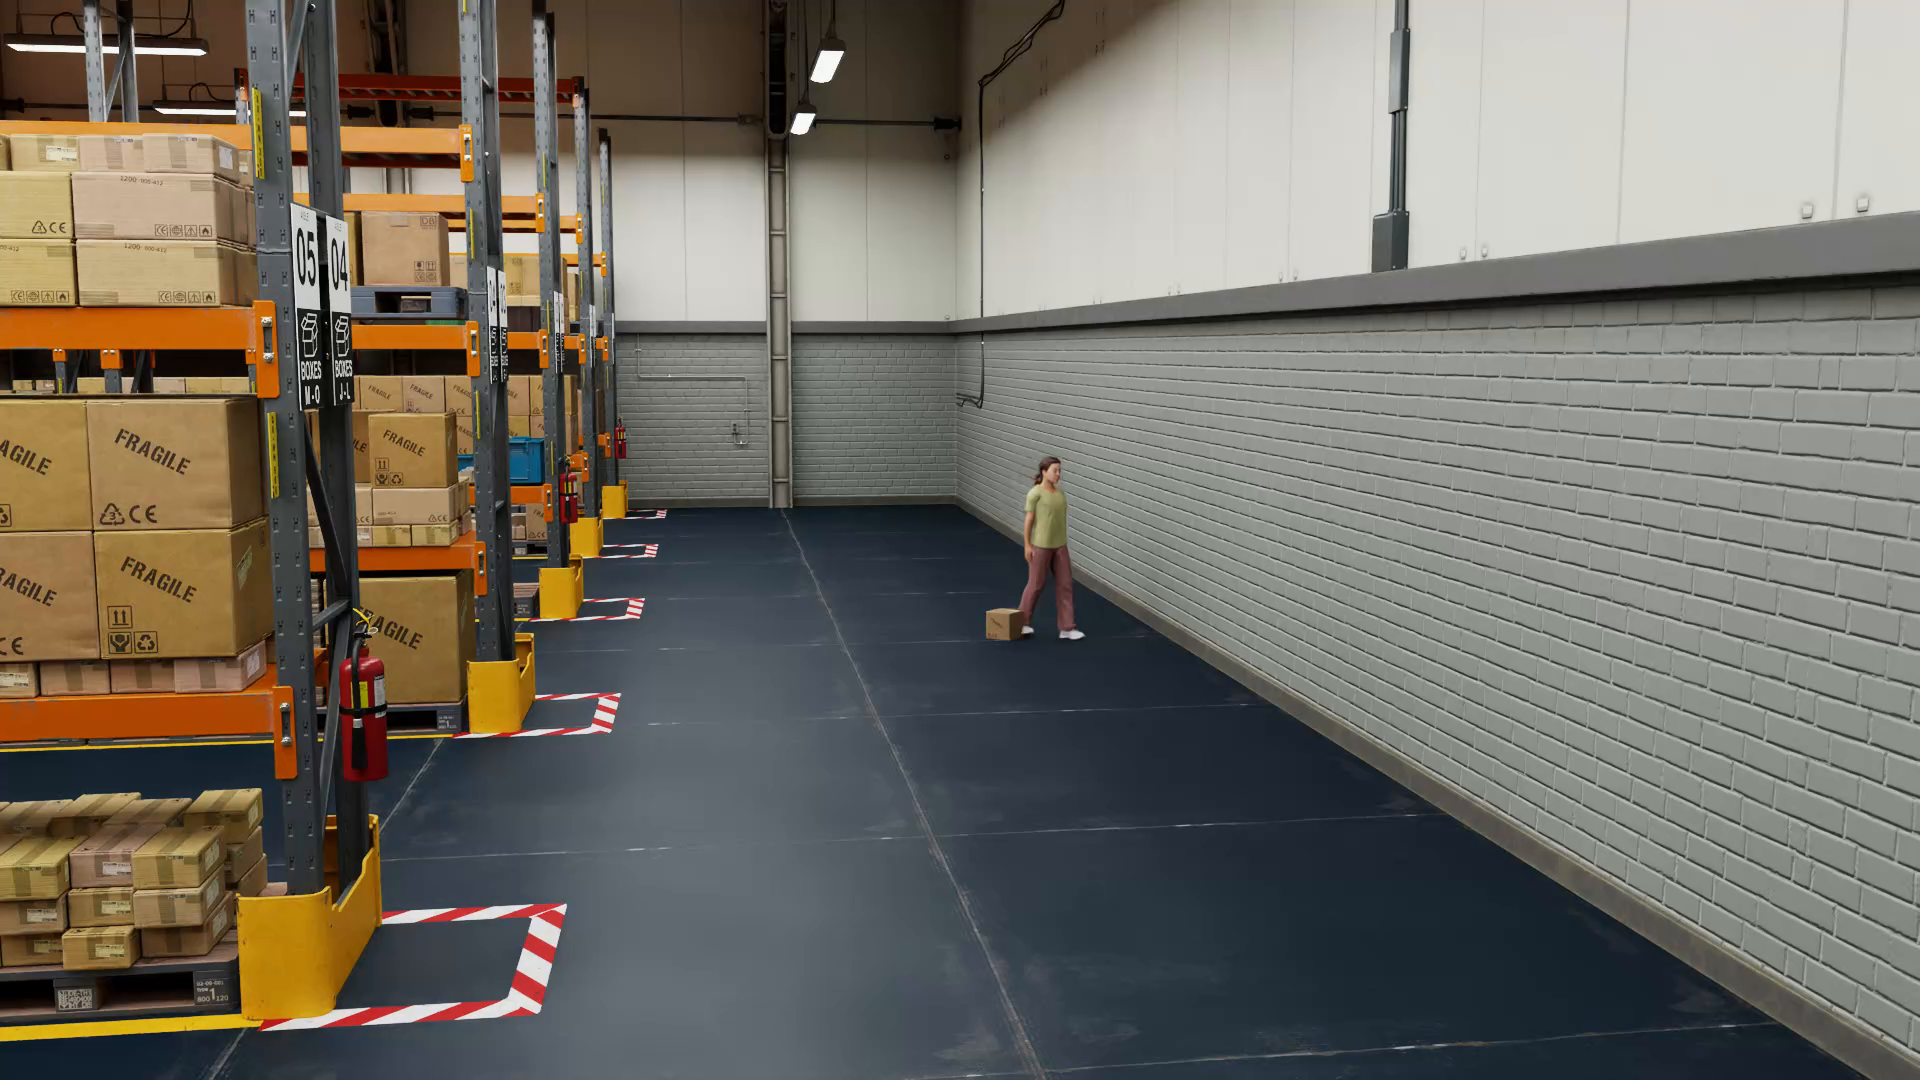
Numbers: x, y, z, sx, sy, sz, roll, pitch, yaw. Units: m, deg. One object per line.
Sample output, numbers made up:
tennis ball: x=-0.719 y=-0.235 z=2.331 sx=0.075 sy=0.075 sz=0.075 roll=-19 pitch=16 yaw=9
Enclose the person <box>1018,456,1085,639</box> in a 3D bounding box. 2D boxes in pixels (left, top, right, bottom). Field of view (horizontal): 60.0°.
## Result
person: x=0.824 y=0.068 z=15.167 sx=0.457 sy=1.662 sz=0.735 roll=-5 pitch=8 yaw=-38
